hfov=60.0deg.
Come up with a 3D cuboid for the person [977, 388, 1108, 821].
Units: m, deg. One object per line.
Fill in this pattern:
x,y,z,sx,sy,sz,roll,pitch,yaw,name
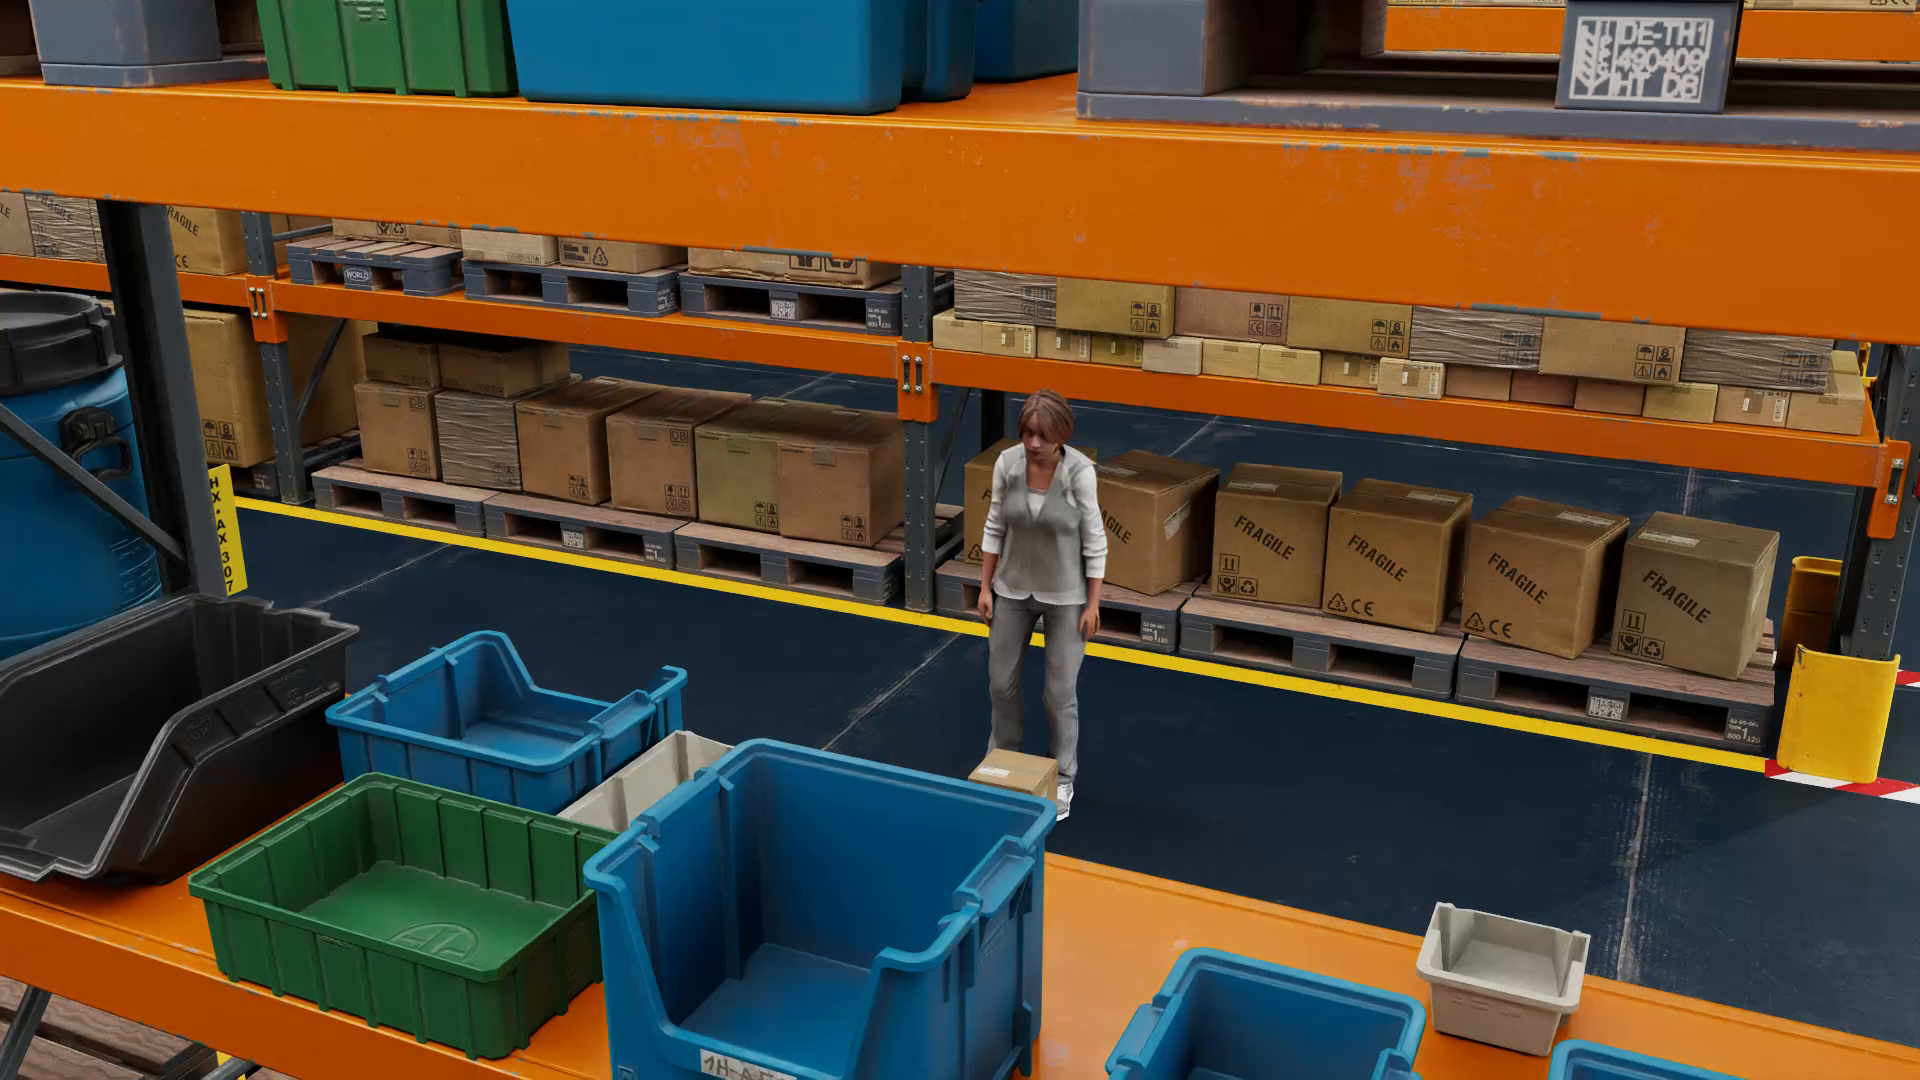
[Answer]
-8.484,-3.271,9.248,19.901,6.000,24.293,7,21,20,person
